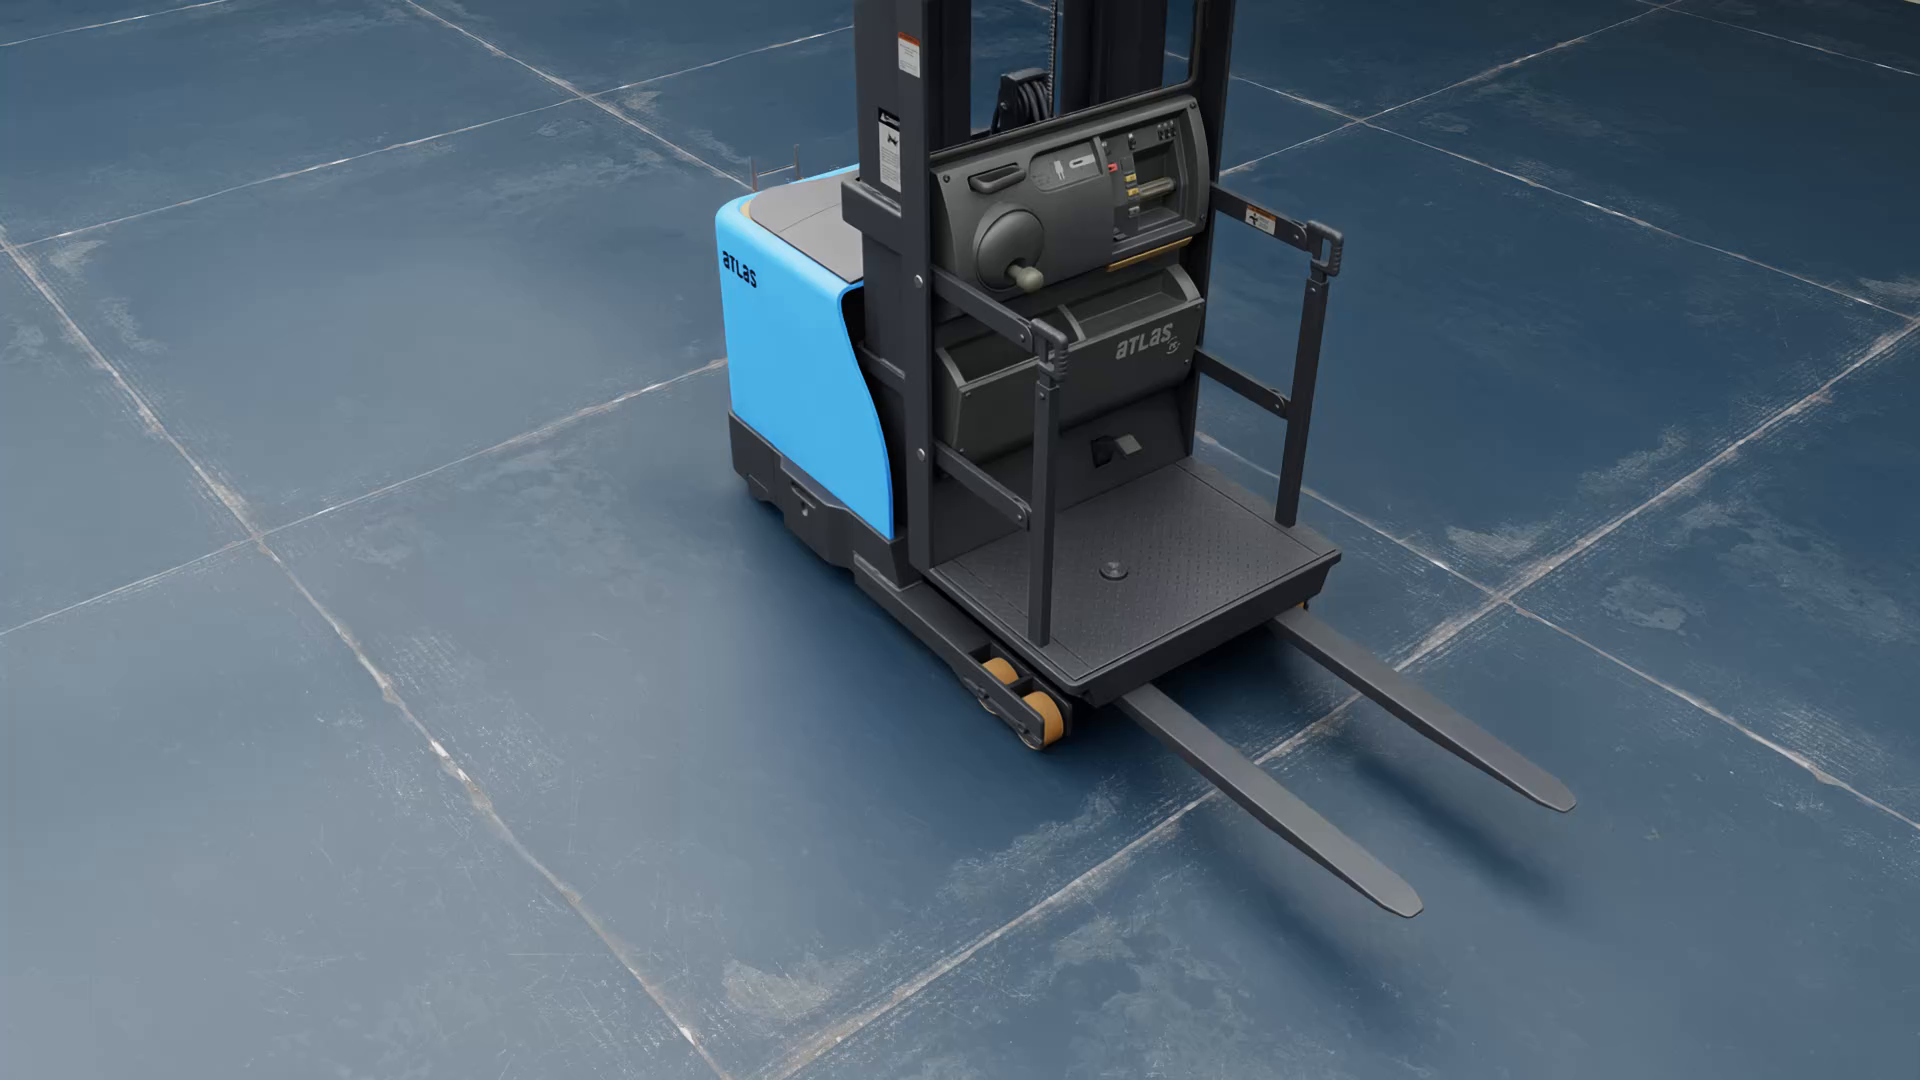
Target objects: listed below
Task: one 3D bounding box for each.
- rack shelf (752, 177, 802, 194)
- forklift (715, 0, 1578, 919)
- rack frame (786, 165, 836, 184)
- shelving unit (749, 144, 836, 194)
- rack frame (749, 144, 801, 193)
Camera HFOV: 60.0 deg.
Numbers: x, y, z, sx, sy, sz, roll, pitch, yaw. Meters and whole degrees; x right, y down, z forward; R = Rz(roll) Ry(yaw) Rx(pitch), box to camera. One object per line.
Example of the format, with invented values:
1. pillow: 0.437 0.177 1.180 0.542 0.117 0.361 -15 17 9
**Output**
1. rack shelf: -0.581 -1.112 5.936 0.215 0.259 0.240 -23 41 -29
2. forklift: 0.461 -0.907 4.495 1.130 2.935 3.031 -23 41 -29
3. rack frame: -0.506 -0.832 6.010 0.200 1.050 0.008 -23 41 -29
4. shelving unit: -0.579 -0.887 6.091 0.215 1.050 0.252 -23 41 -29
5. rack frame: -0.652 -0.942 6.172 0.200 1.050 0.008 -23 41 -29
